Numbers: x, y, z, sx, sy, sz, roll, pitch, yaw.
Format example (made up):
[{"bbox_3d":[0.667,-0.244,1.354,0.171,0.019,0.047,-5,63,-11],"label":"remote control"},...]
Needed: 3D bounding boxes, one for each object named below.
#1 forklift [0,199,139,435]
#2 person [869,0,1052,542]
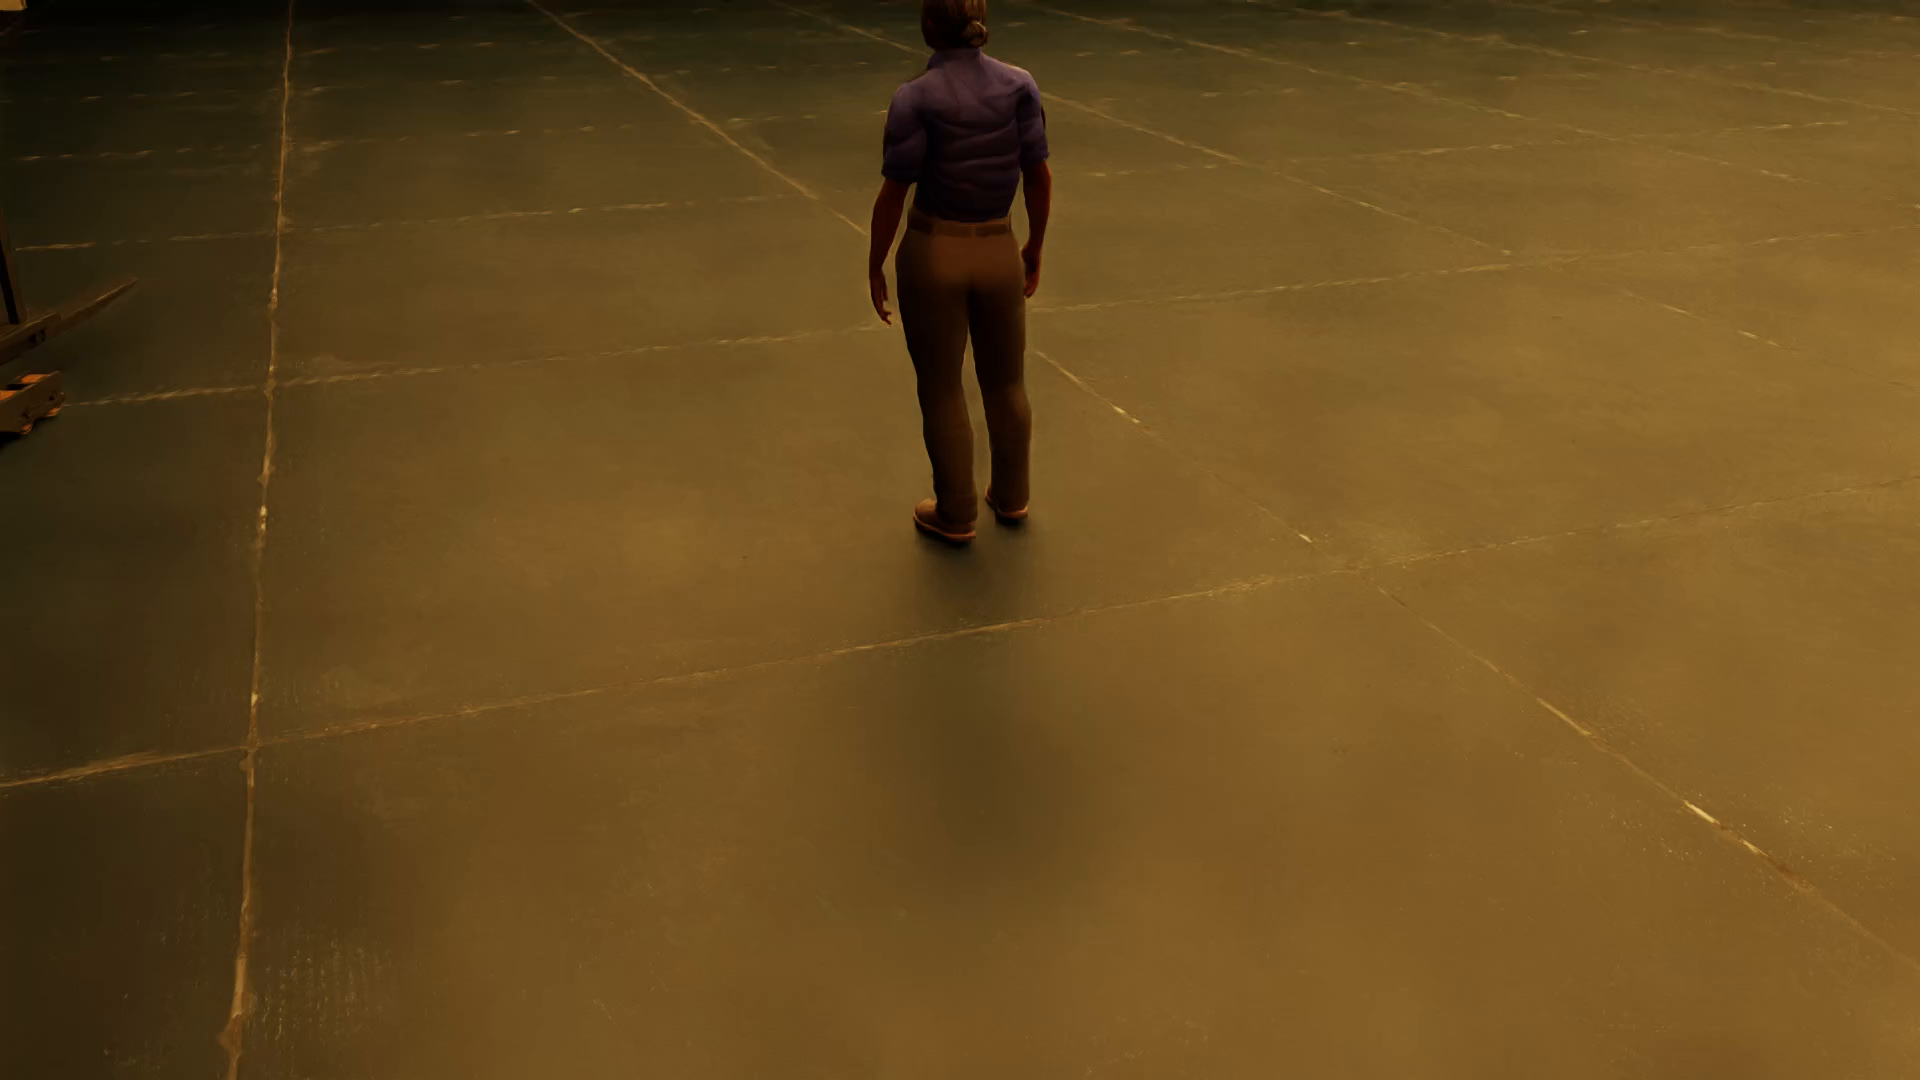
[{"bbox_3d":[-3.897,-1.701,5.343,1.130,2.935,3.031,0,23,0],"label":"forklift"},{"bbox_3d":[-0.012,-0.798,4.840,0.570,1.642,0.503,-8,24,-18],"label":"person"}]
